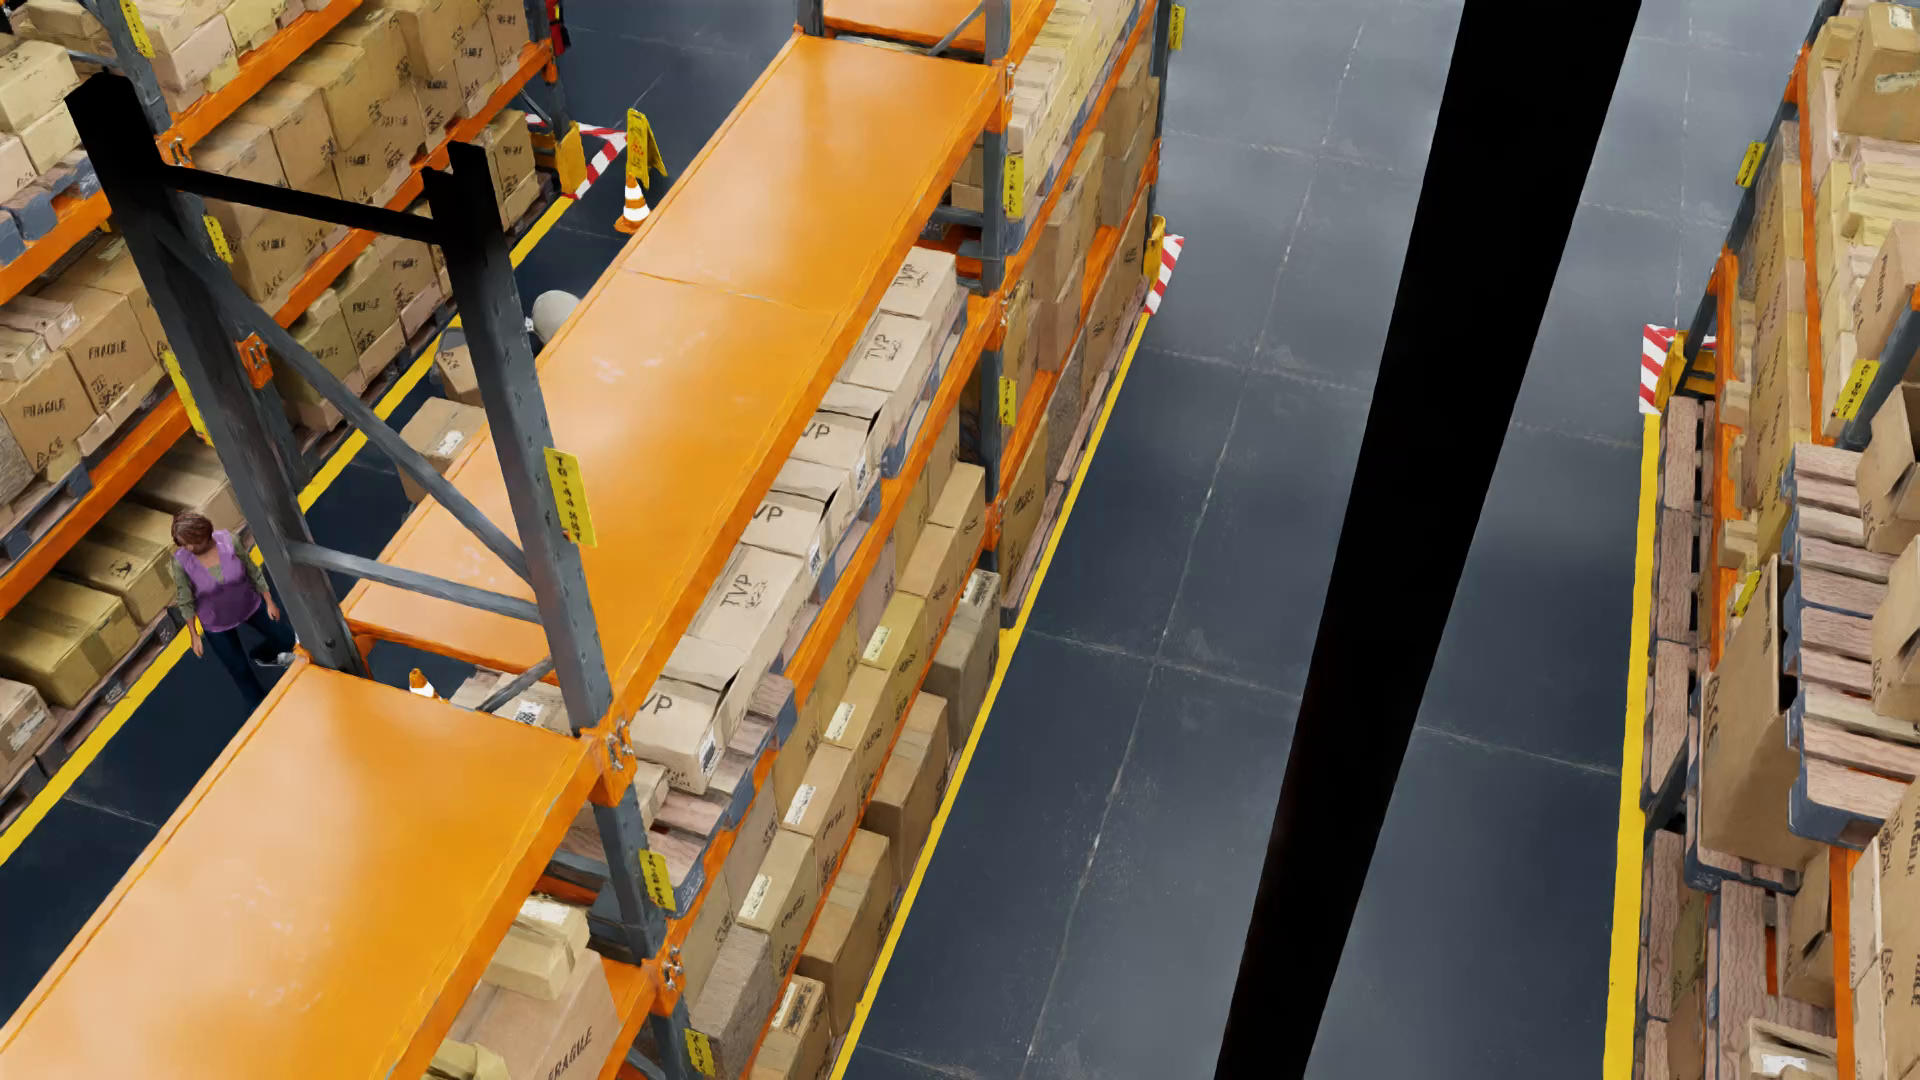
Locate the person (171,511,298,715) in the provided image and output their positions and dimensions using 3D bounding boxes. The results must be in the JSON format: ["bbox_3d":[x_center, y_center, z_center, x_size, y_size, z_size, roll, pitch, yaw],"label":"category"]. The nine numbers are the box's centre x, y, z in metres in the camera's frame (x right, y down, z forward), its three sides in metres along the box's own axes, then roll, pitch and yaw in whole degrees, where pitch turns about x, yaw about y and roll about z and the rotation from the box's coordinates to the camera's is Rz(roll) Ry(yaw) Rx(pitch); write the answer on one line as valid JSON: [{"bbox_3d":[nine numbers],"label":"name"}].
[{"bbox_3d":[-4.102,0.441,9.395,0.519,1.578,0.536,35,55,29],"label":"person"}]
